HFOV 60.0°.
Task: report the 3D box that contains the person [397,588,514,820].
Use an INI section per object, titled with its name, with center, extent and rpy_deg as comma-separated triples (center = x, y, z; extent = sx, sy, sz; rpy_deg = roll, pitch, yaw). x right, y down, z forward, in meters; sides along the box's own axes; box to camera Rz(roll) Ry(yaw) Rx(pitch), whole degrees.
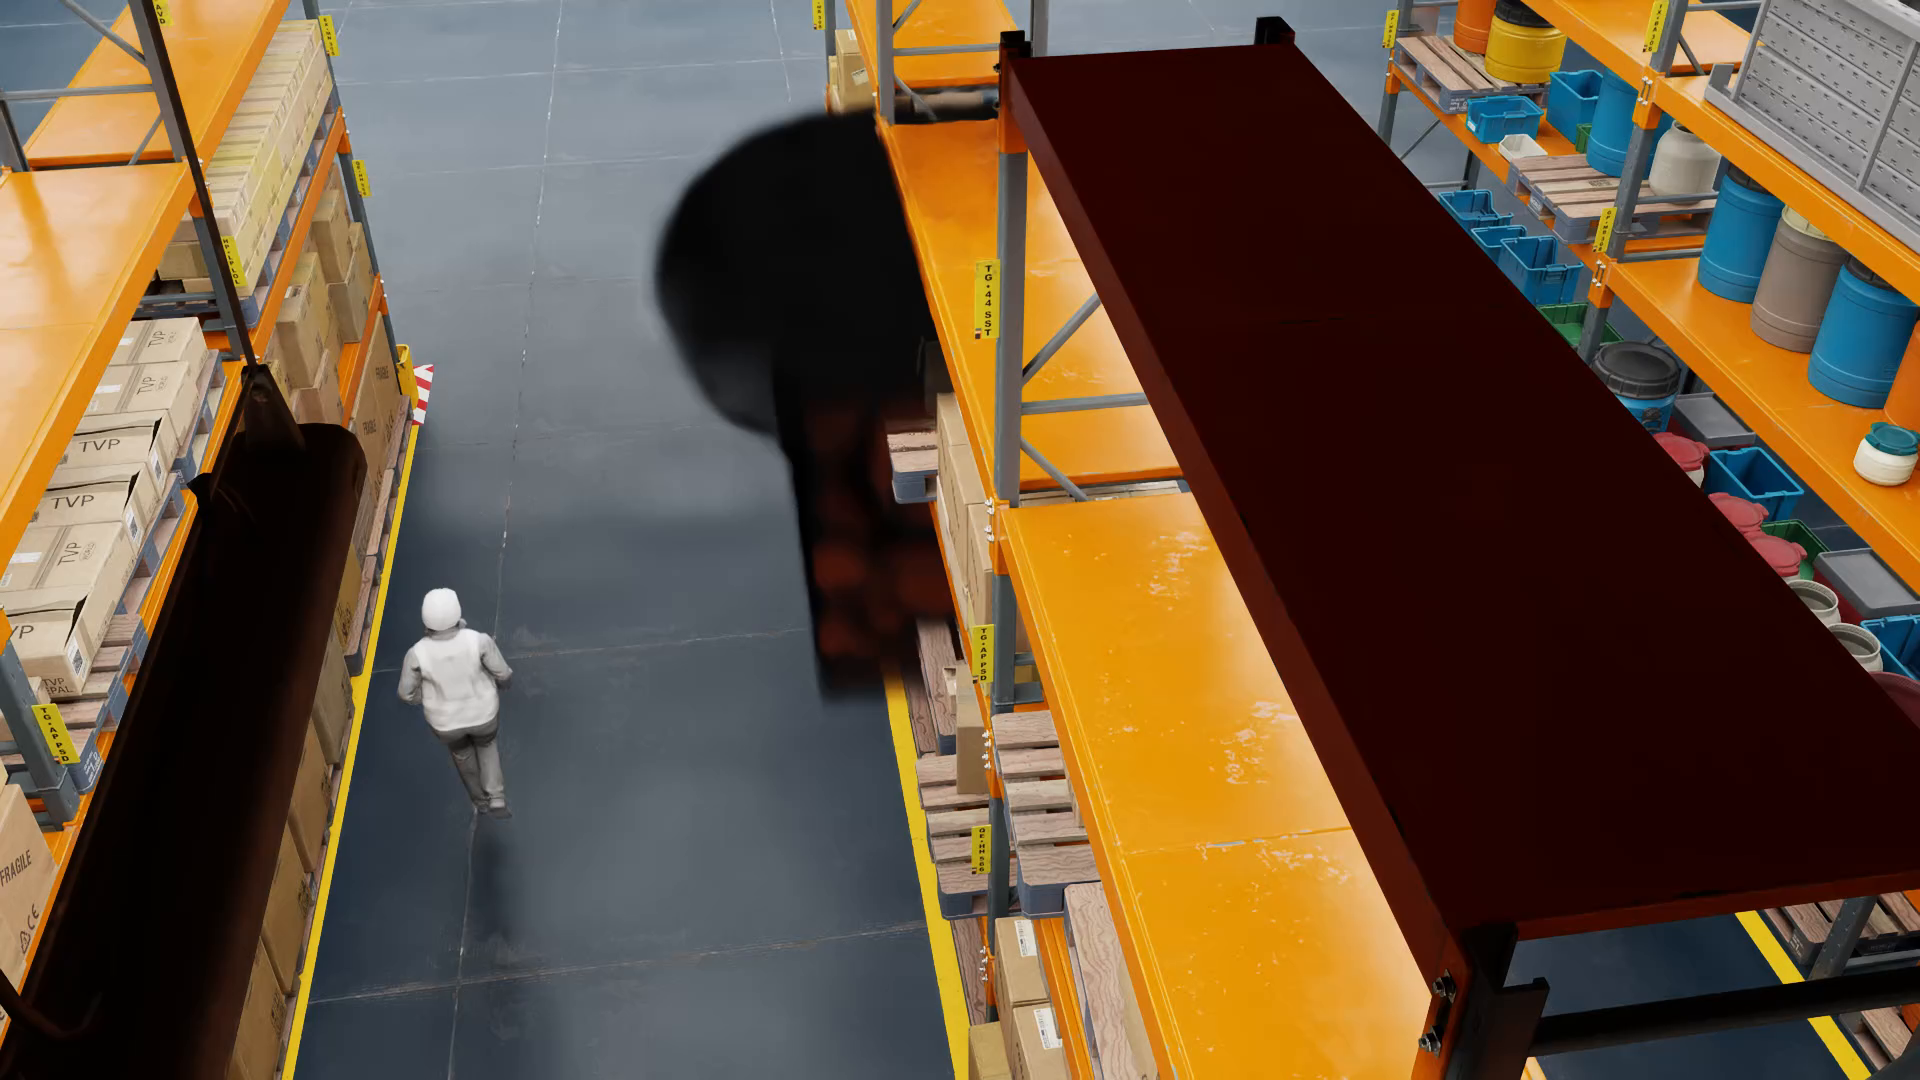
[person]
center = -3.018, 1.051, 10.098
extent = 0.669, 1.742, 0.546
rpy_deg = -13, 38, -17
